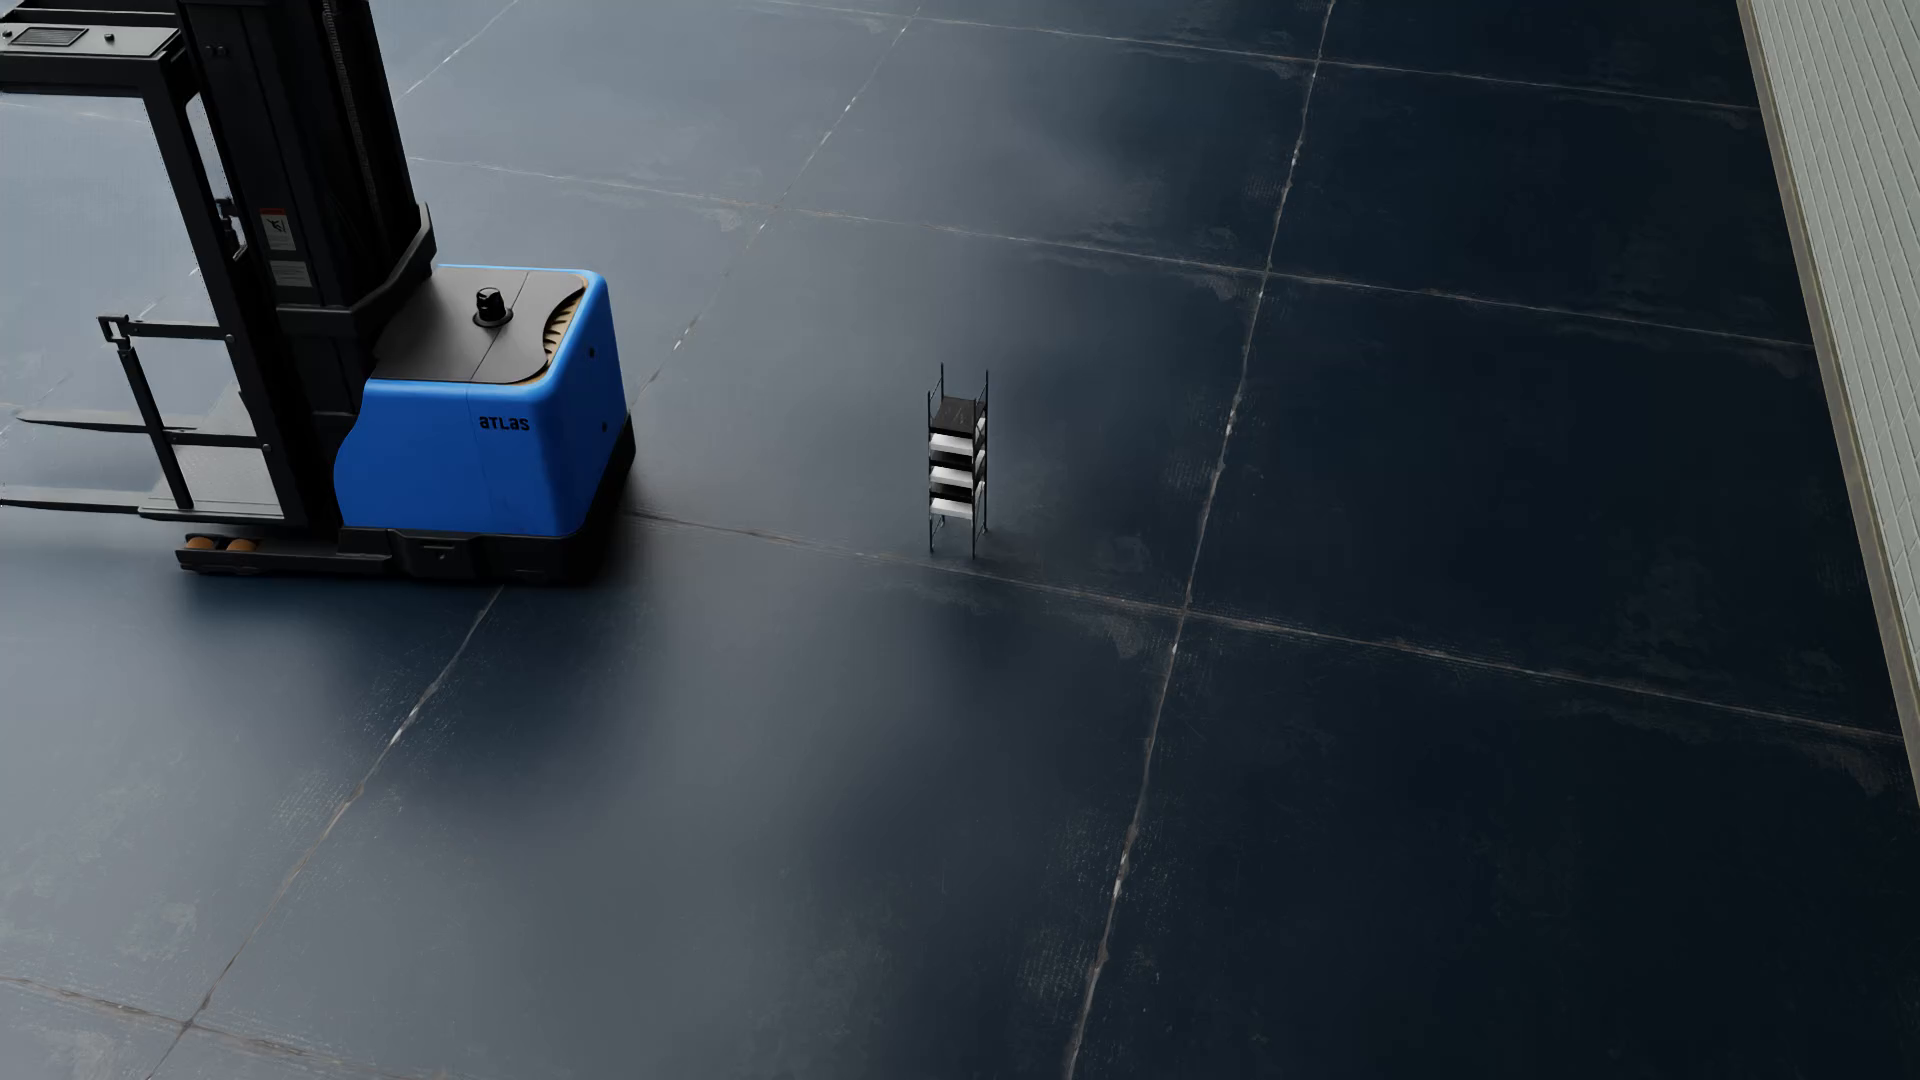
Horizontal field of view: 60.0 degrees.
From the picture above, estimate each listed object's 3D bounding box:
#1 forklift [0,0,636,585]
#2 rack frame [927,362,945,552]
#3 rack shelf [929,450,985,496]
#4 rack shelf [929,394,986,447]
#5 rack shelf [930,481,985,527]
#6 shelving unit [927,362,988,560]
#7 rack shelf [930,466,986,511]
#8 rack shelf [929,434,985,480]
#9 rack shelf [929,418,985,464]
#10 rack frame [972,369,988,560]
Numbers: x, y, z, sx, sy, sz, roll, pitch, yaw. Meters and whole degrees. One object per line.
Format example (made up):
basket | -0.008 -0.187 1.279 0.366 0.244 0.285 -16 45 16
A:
forklift | -3.135 -1.297 7.040 3.031 2.935 1.130 3 40 3
rack frame | -0.106 -0.363 7.507 0.006 0.900 0.240 10 41 11
rack shelf | -0.008 -0.320 7.508 0.200 0.077 0.258 10 41 11
rack shelf | -0.008 -0.527 7.335 0.200 0.077 0.258 10 41 11
rack shelf | -0.008 -0.183 7.624 0.200 0.077 0.258 10 41 11
shelving unit | -0.008 -0.346 7.487 0.210 0.900 0.258 10 41 11
rack shelf | -0.008 -0.252 7.566 0.200 0.077 0.258 10 41 11
rack shelf | -0.008 -0.389 7.450 0.200 0.077 0.258 10 41 11
rack shelf | -0.008 -0.458 7.392 0.200 0.077 0.258 10 41 11
rack frame | 0.090 -0.329 7.467 0.006 0.900 0.240 10 41 11
